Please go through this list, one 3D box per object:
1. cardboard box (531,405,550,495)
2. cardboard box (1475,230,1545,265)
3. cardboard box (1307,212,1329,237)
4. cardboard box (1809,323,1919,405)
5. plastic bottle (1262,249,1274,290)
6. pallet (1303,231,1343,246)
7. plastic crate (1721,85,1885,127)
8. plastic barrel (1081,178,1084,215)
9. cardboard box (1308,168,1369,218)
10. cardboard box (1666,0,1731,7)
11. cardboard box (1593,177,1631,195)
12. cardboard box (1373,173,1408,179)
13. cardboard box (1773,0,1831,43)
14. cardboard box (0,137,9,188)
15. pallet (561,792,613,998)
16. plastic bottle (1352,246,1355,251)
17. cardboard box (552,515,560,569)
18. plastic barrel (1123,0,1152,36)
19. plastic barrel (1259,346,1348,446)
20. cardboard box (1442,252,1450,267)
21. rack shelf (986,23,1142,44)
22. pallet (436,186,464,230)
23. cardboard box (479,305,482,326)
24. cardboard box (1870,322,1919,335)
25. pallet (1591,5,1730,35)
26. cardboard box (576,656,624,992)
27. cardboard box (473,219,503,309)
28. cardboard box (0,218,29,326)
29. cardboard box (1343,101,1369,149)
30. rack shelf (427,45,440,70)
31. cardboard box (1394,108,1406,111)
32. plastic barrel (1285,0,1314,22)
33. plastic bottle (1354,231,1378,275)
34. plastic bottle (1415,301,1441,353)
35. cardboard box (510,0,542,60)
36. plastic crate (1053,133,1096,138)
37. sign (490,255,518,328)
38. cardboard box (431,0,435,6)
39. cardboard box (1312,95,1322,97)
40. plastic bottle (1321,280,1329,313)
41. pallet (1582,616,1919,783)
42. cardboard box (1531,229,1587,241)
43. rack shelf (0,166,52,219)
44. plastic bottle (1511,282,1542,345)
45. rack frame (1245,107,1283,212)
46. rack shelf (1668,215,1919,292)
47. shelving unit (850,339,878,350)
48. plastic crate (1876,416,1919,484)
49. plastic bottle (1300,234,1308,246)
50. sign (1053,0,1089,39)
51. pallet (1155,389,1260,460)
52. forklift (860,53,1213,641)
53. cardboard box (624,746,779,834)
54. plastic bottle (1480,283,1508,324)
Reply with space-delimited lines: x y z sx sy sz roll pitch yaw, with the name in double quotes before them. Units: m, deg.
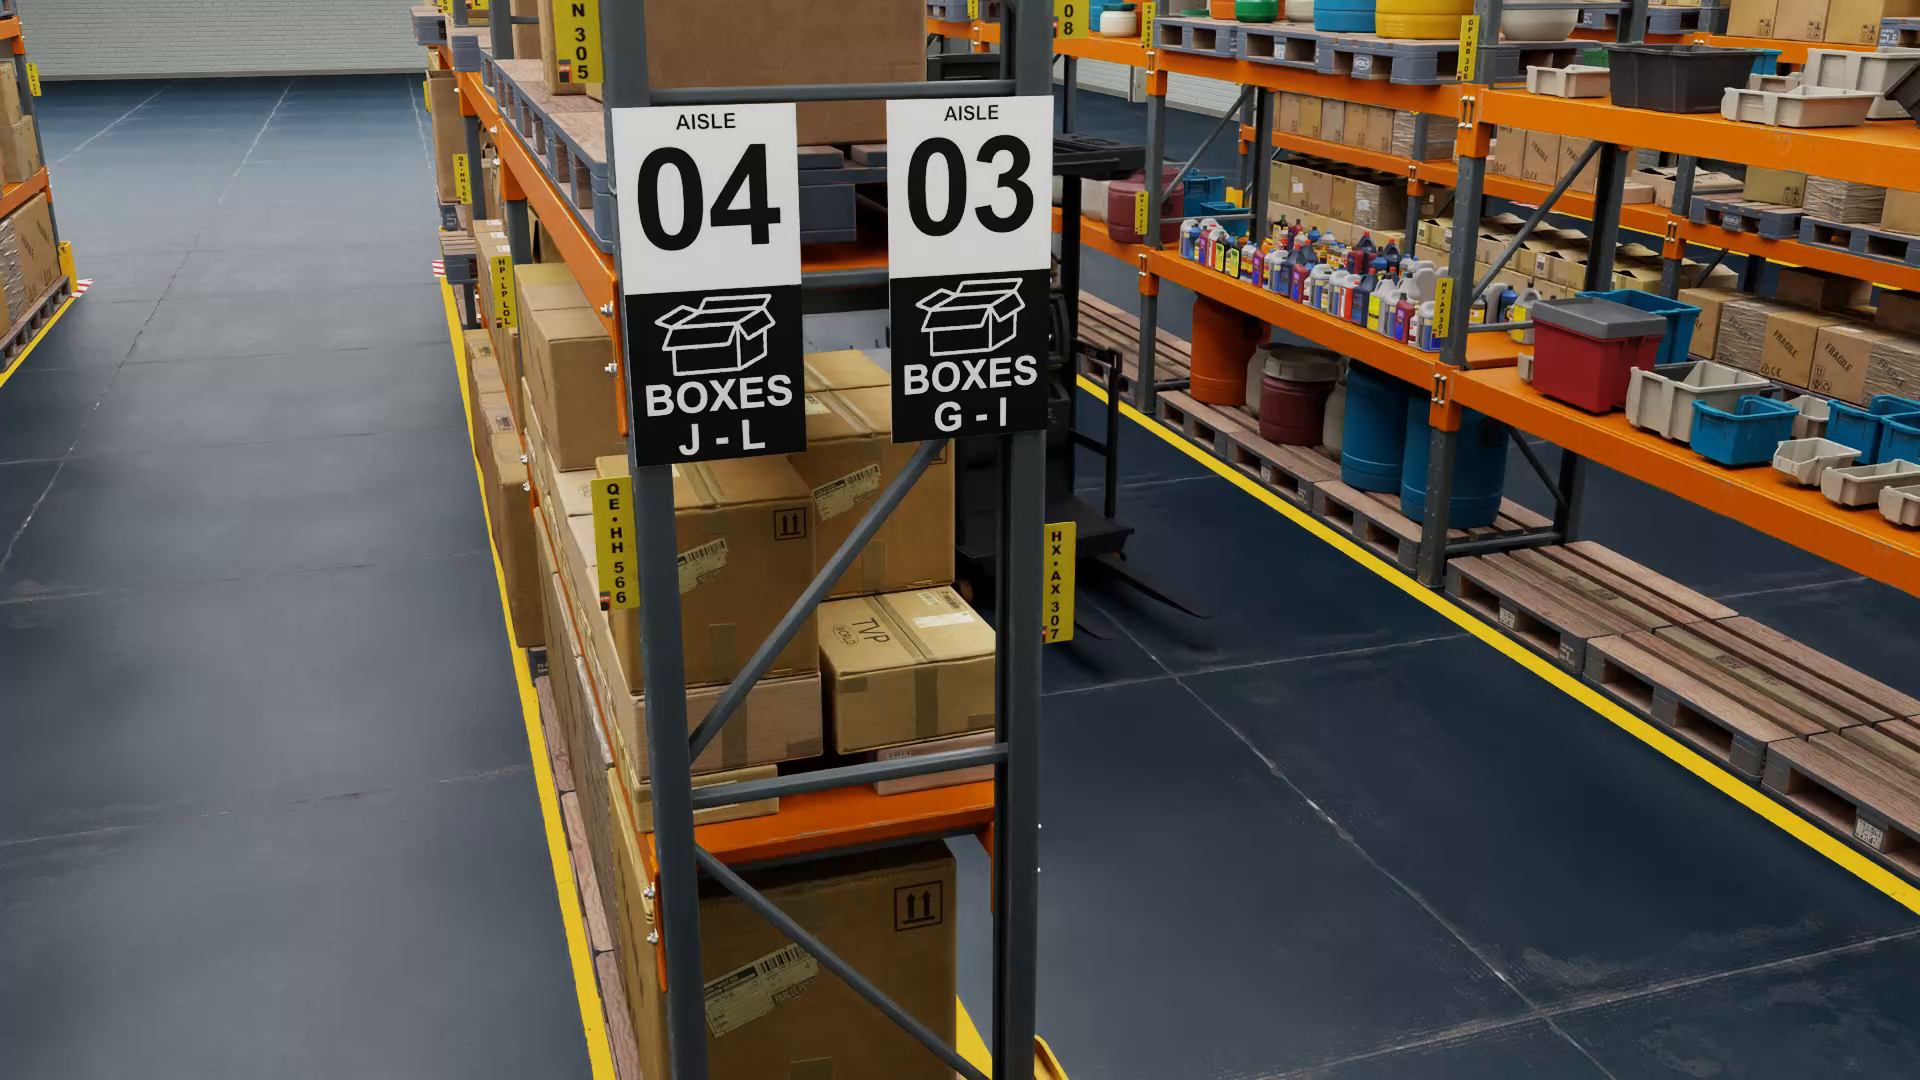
"cardboard box" -1.489 -0.401 6.878 0.500 0.250 0.500 -6 21 -17
"cardboard box" 5.561 -2.970 16.866 0.500 0.311 0.500 -7 21 -19
"cardboard box" 4.522 -3.799 20.003 0.500 0.250 0.500 -6 21 -17
"cardboard box" 6.973 -1.364 12.823 0.500 0.500 0.500 -7 21 -19
"plastic bottle" 2.108 -1.836 11.281 0.097 0.271 0.097 0 20 0
"pallet" 4.754 -3.629 20.207 1.003 0.211 1.213 -6 21 -17
"plastic crate" 3.535 -1.838 7.048 0.437 0.136 0.530 -6 21 -17
"plastic barrel" 1.107 -3.123 14.474 0.433 0.535 0.433 0 20 0
"cardboard box" 4.521 -4.152 19.875 0.500 0.500 0.500 -6 21 -17
"cardboard box" 6.413 -4.684 14.183 0.500 0.250 0.500 -8 21 -21
"cardboard box" 6.155 -3.291 15.512 0.380 0.149 0.250 -5 20 -13
"cardboard box" 5.189 -4.049 19.588 0.500 0.500 0.500 -6 21 -17
"cardboard box" 6.938 -4.164 12.987 0.910 0.500 0.500 -6 21 -17
"cardboard box" -9.641 -3.616 15.824 0.875 0.550 0.550 -6 21 -17
"pallet" -0.987 1.286 6.523 1.003 0.211 1.213 -6 21 -17
"plastic bottle" 2.797 -1.974 11.648 0.061 0.283 0.133 -6 21 -17
"cardboard box" -1.354 -0.006 6.368 0.380 0.149 0.250 -6 21 -17
"plastic barrel" 1.648 -4.591 13.687 0.600 0.830 0.708 -6 21 -17
"plastic barrel" 2.430 -1.026 11.780 0.600 0.588 0.708 -6 21 -17
"cardboard box" 5.403 -2.873 17.424 0.500 0.250 0.500 -6 21 -16
"rack shelf" 1.277 -4.287 14.253 0.919 0.124 3.809 -6 21 -17
"pallet" -3.952 -2.887 14.300 1.003 0.211 1.213 -6 21 -17
"cardboard box" -3.881 -2.069 14.787 0.700 0.500 0.500 -8 21 -21
"cardboard box" 7.459 -1.427 12.999 0.500 0.500 0.500 -7 21 -19
"pallet" 6.311 -4.537 14.452 1.213 0.211 1.003 -5 20 -15
"cardboard box" -0.845 0.926 5.922 0.875 0.875 0.875 -6 21 -17
"cardboard box" -2.902 -1.816 10.888 0.500 0.500 0.500 -6 21 -16
"cardboard box" -9.212 -2.439 15.292 0.875 0.875 0.875 -6 21 -17
"cardboard box" 4.880 -4.808 19.217 0.700 0.500 0.500 -6 21 -16
"rack shelf" -4.682 -4.953 16.395 1.077 0.370 4.000 -6 21 -17
"cardboard box" 4.987 -4.786 18.195 0.380 0.149 0.250 -7 21 -18
"plastic barrel" 2.382 -3.696 11.416 0.301 0.262 0.301 0 20 0
"plastic bottle" 2.807 -1.950 11.482 0.144 0.351 0.185 -6 21 -17
"plastic bottle" 2.732 -1.231 9.589 0.152 0.276 0.135 -6 21 -17
"cardboard box" -1.731 -2.512 7.766 0.700 0.500 0.500 -6 21 -16
"plastic crate" 1.091 -3.671 16.106 0.402 0.464 0.583 -6 21 -17
"sign" -2.051 -1.117 7.494 0.100 0.325 0.005 -6 21 -17
"cardboard box" -4.445 -4.697 14.842 0.500 0.250 0.500 -6 21 -15
"cardboard box" 4.420 -5.363 19.803 0.380 0.149 0.250 -7 21 -18
"plastic bottle" 2.354 -1.552 10.594 0.097 0.201 0.097 0 20 0
"pallet" 3.818 0.740 8.045 1.003 0.211 1.213 -6 21 -17
"cardboard box" 6.075 -3.030 17.033 0.500 0.311 0.500 -6 21 -17
"rack shelf" -9.423 -3.046 15.525 1.077 0.370 4.000 -6 21 -17
"plastic bottle" 2.688 -1.739 10.892 0.643 0.351 2.872 -6 21 -17
"rack frame" 6.612 -4.418 13.841 0.949 5.616 16.053 -6 21 -17
"rack shelf" 7.238 -2.025 12.681 1.077 0.370 4.000 -6 21 -17
"shelving unit" -0.559 -0.783 11.044 0.215 1.050 0.252 15 25 37
"plastic crate" 4.241 -0.399 7.250 0.416 0.233 0.300 -6 21 -17
"plastic bottle" 2.560 -2.158 12.282 0.097 0.201 0.097 0 20 0
"sign" 0.247 -1.304 3.763 0.100 0.325 0.005 -6 21 -17
"pallet" 2.193 -0.919 12.664 1.003 0.211 1.213 -6 21 -17
"forklift" 0.313 -1.173 9.346 1.130 2.935 3.031 -10 22 -26
"cardboard box" -0.706 0.652 4.535 0.380 0.149 0.250 -6 21 -16
"plastic bottle" 3.264 -1.445 10.185 0.152 0.276 0.135 -6 21 -17
